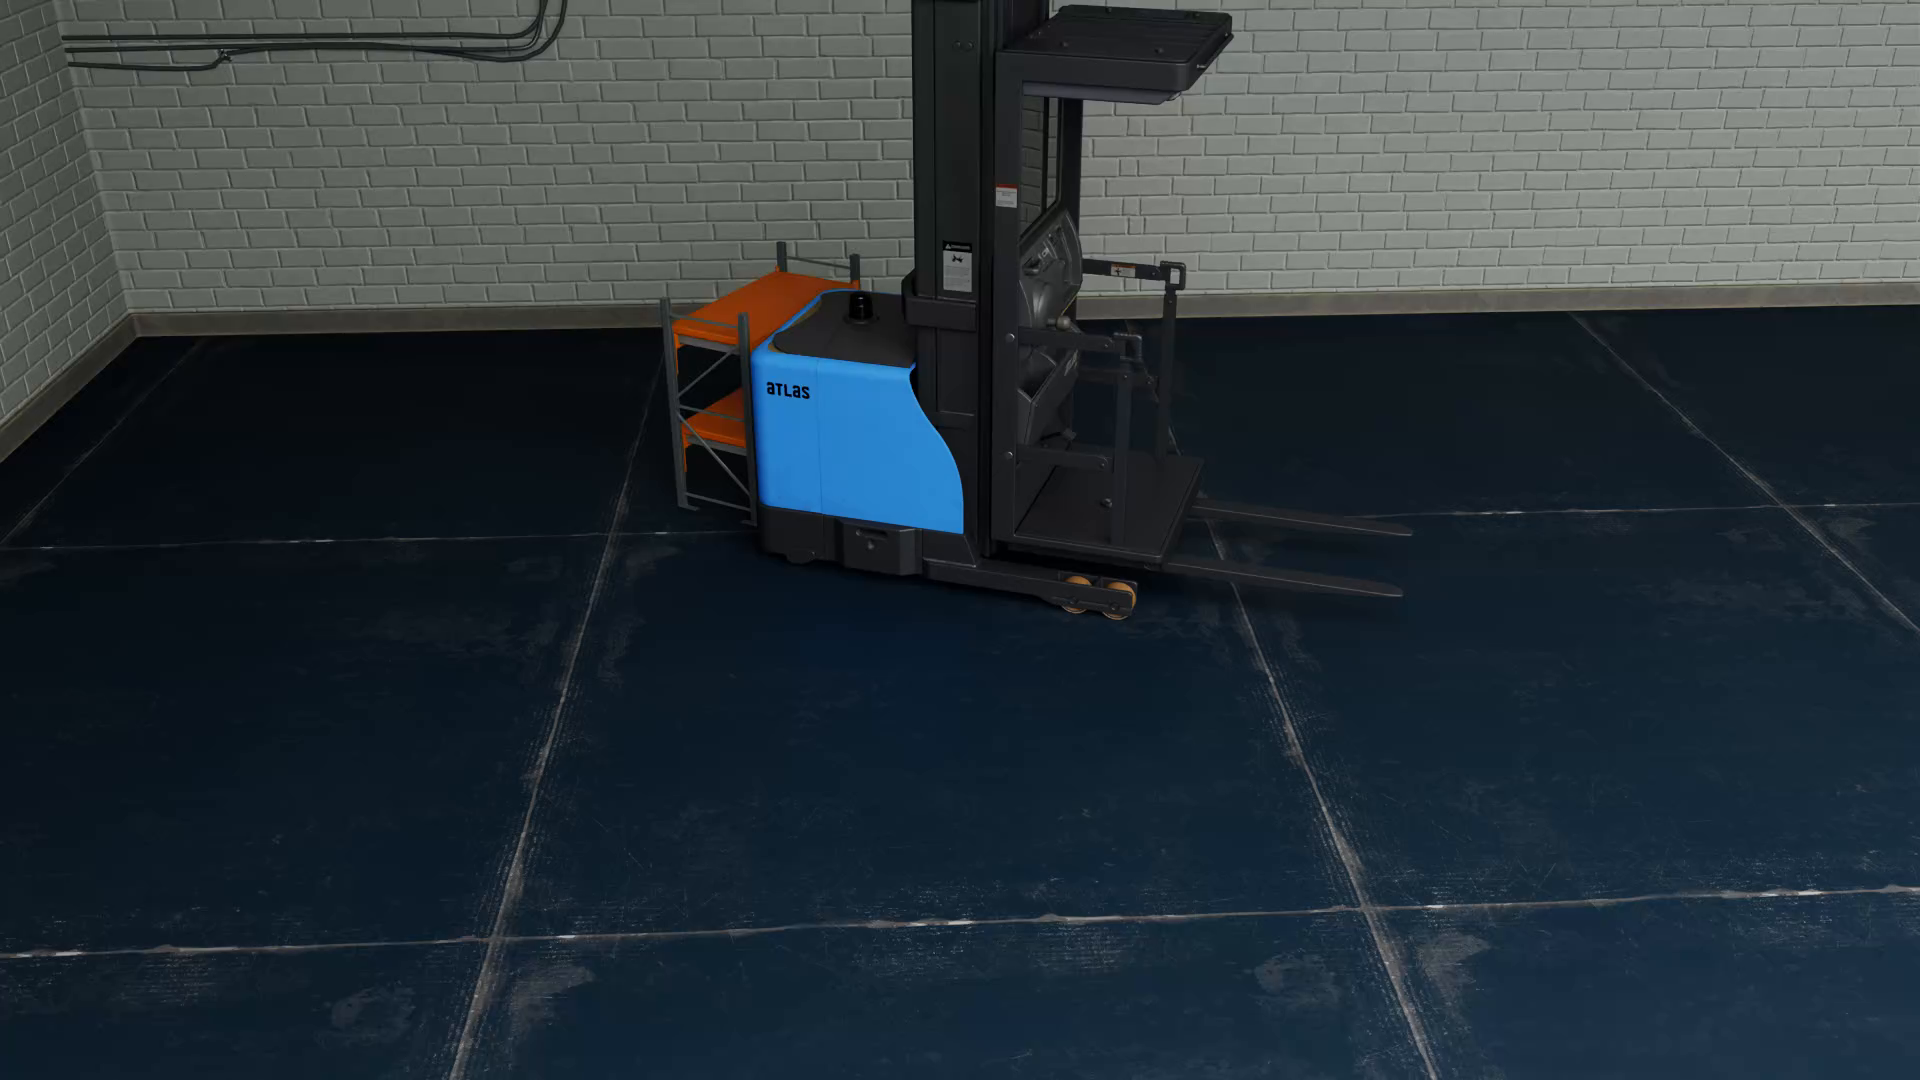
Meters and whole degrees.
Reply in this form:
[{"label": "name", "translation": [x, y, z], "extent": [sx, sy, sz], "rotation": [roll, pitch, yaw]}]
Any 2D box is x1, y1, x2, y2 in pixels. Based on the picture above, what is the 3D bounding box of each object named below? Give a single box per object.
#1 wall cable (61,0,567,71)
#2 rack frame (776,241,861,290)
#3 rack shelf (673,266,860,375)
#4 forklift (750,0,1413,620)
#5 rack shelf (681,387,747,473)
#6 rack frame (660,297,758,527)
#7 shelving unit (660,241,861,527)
[{"label": "wall cable", "translation": [-3.888, -3.954, 9.458], "extent": [3.097, 2.526, 0.112], "rotation": [-1, 28, -3]}, {"label": "rack frame", "translation": [-0.751, -1.039, 9.025], "extent": [0.500, 1.125, 0.032], "rotation": [14, 31, 25]}, {"label": "rack shelf", "translation": [-0.990, -1.091, 8.492], "extent": [0.538, 0.278, 1.000], "rotation": [14, 31, 25]}, {"label": "forklift", "translation": [0.597, -1.213, 7.406], "extent": [3.031, 2.935, 1.130], "rotation": [8, 29, 15]}, {"label": "rack shelf", "translation": [-0.990, -0.615, 8.741], "extent": [0.538, 0.278, 1.000], "rotation": [14, 31, 25]}, {"label": "rack frame", "translation": [-1.229, -0.624, 8.230], "extent": [0.500, 1.125, 0.032], "rotation": [14, 31, 25]}, {"label": "shelving unit", "translation": [-0.990, -0.832, 8.628], "extent": [0.538, 1.125, 1.048], "rotation": [14, 31, 25]}]
